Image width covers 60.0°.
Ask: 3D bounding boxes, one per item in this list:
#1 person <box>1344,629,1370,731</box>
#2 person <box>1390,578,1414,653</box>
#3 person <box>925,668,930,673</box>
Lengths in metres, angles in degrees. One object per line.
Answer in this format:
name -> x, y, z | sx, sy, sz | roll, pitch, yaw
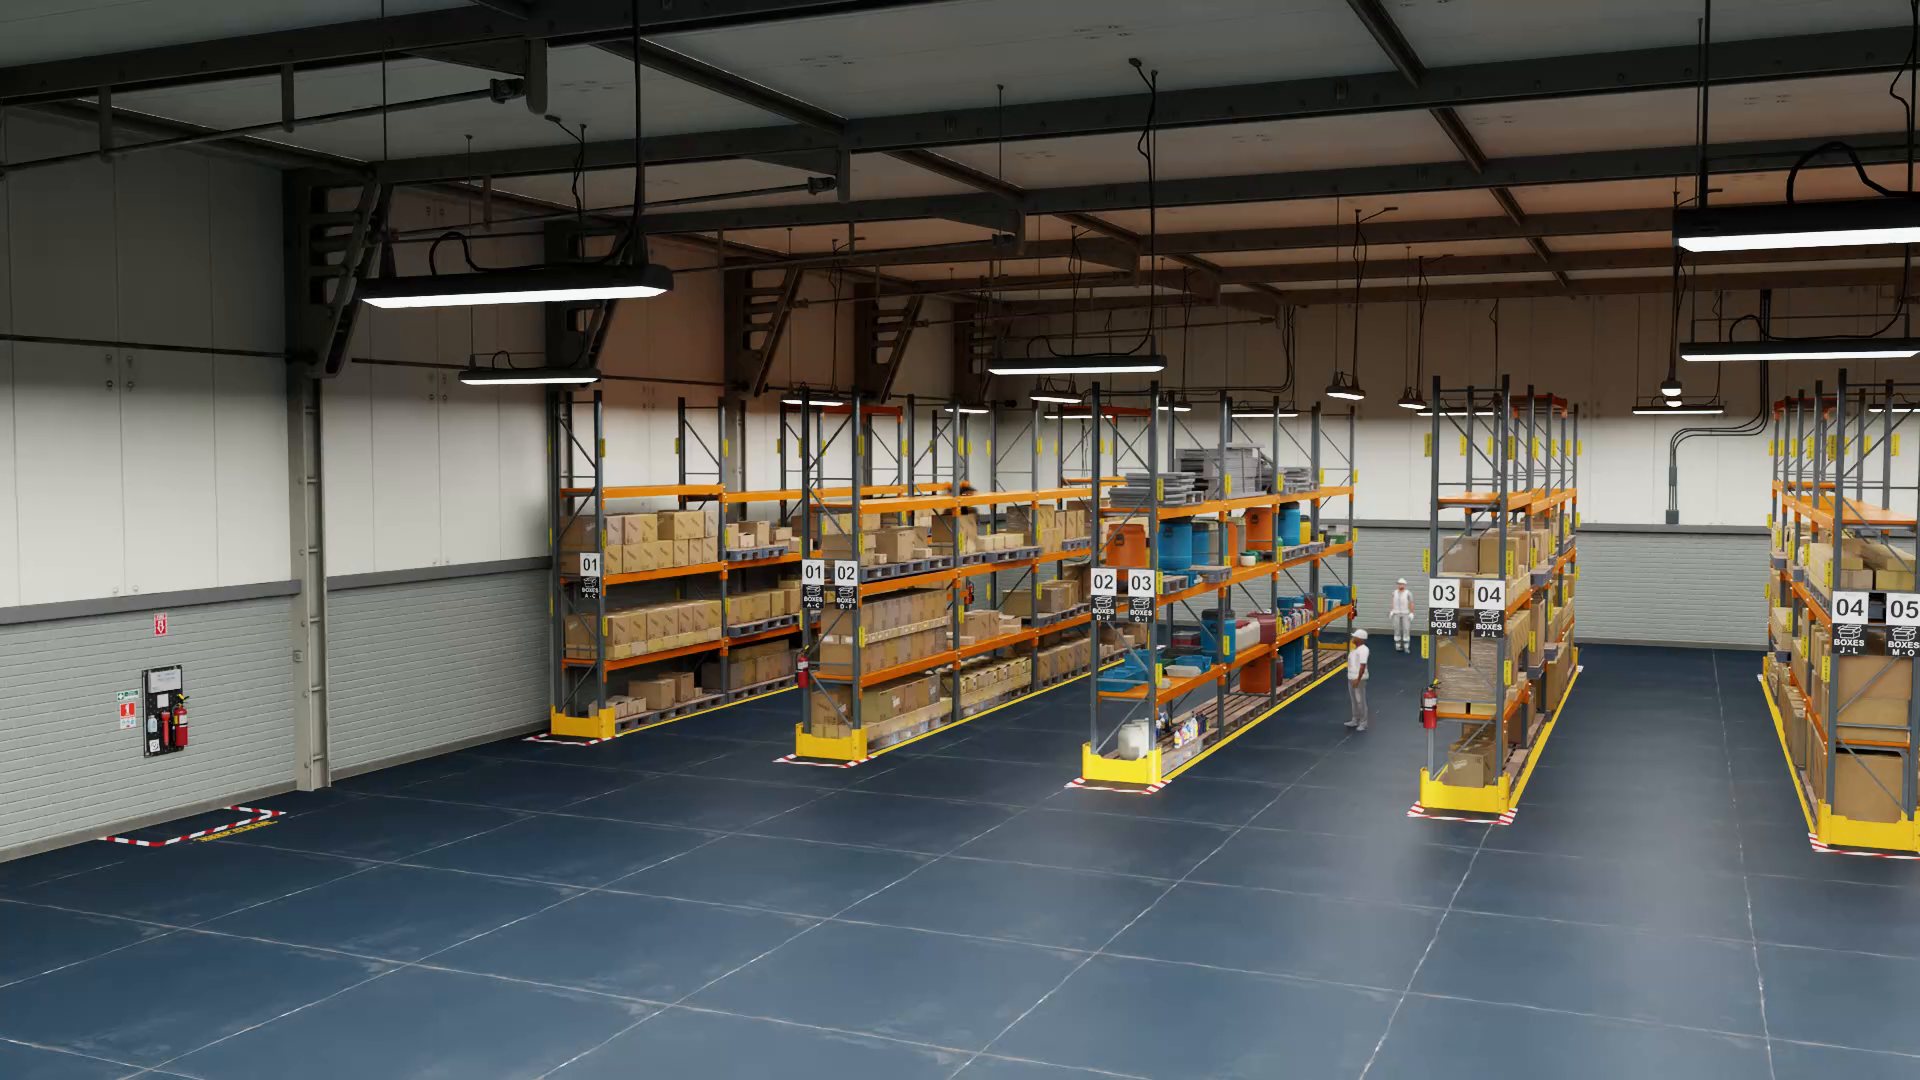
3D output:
person -> 7.099, 2.495, 29.714 | 0.437, 1.803, 0.589 | -1, 3, -16
person -> 10.855, 1.852, 40.871 | 0.568, 1.803, 0.559 | 1, 3, 12
person -> -0.906, 2.296, 34.825 | 0.479, 1.537, 0.796 | 1, 3, 19
